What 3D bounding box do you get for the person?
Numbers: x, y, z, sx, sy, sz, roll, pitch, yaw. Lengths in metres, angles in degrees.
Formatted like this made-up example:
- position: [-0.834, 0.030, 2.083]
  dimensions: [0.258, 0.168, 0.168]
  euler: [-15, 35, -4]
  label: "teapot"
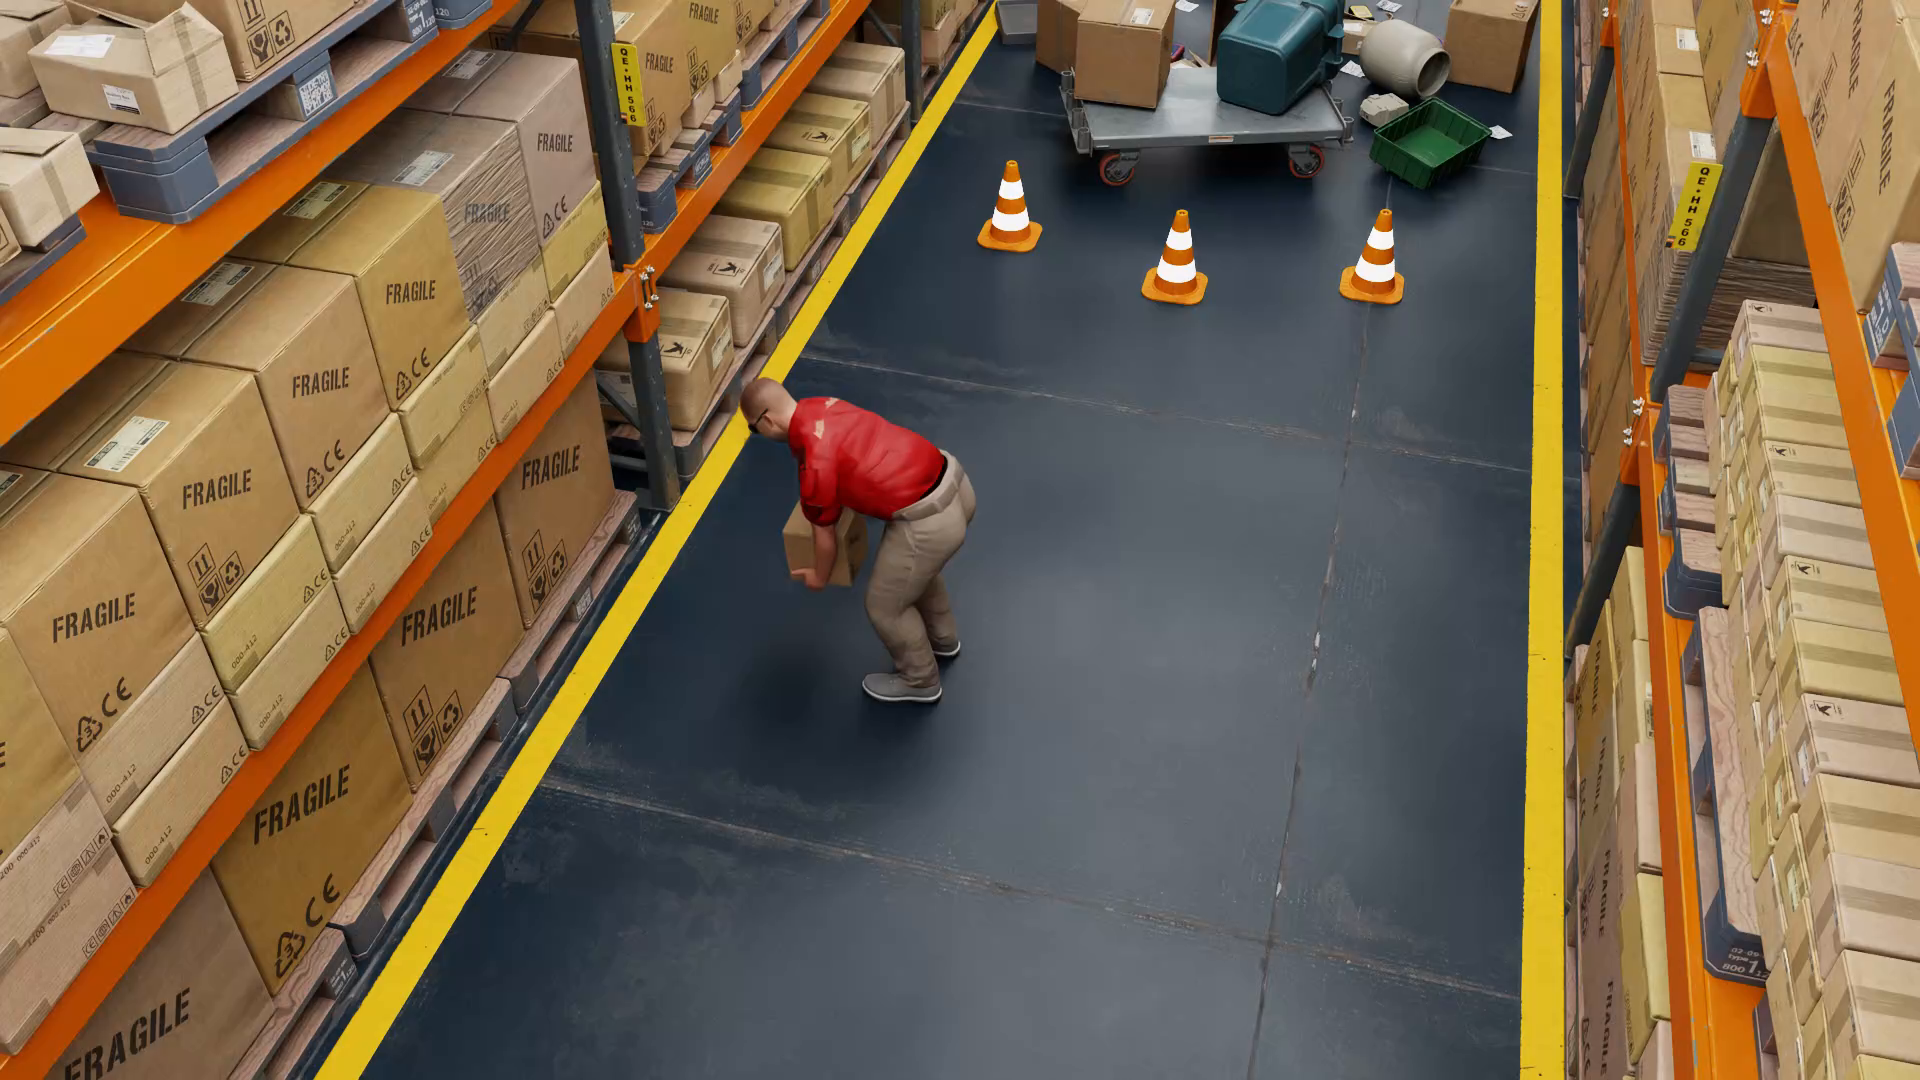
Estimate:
- position: [-0.386, -0.015, 6.465]
  dimensions: [0.875, 1.374, 0.477]
  euler: [9, 42, 10]
  label: "person"
